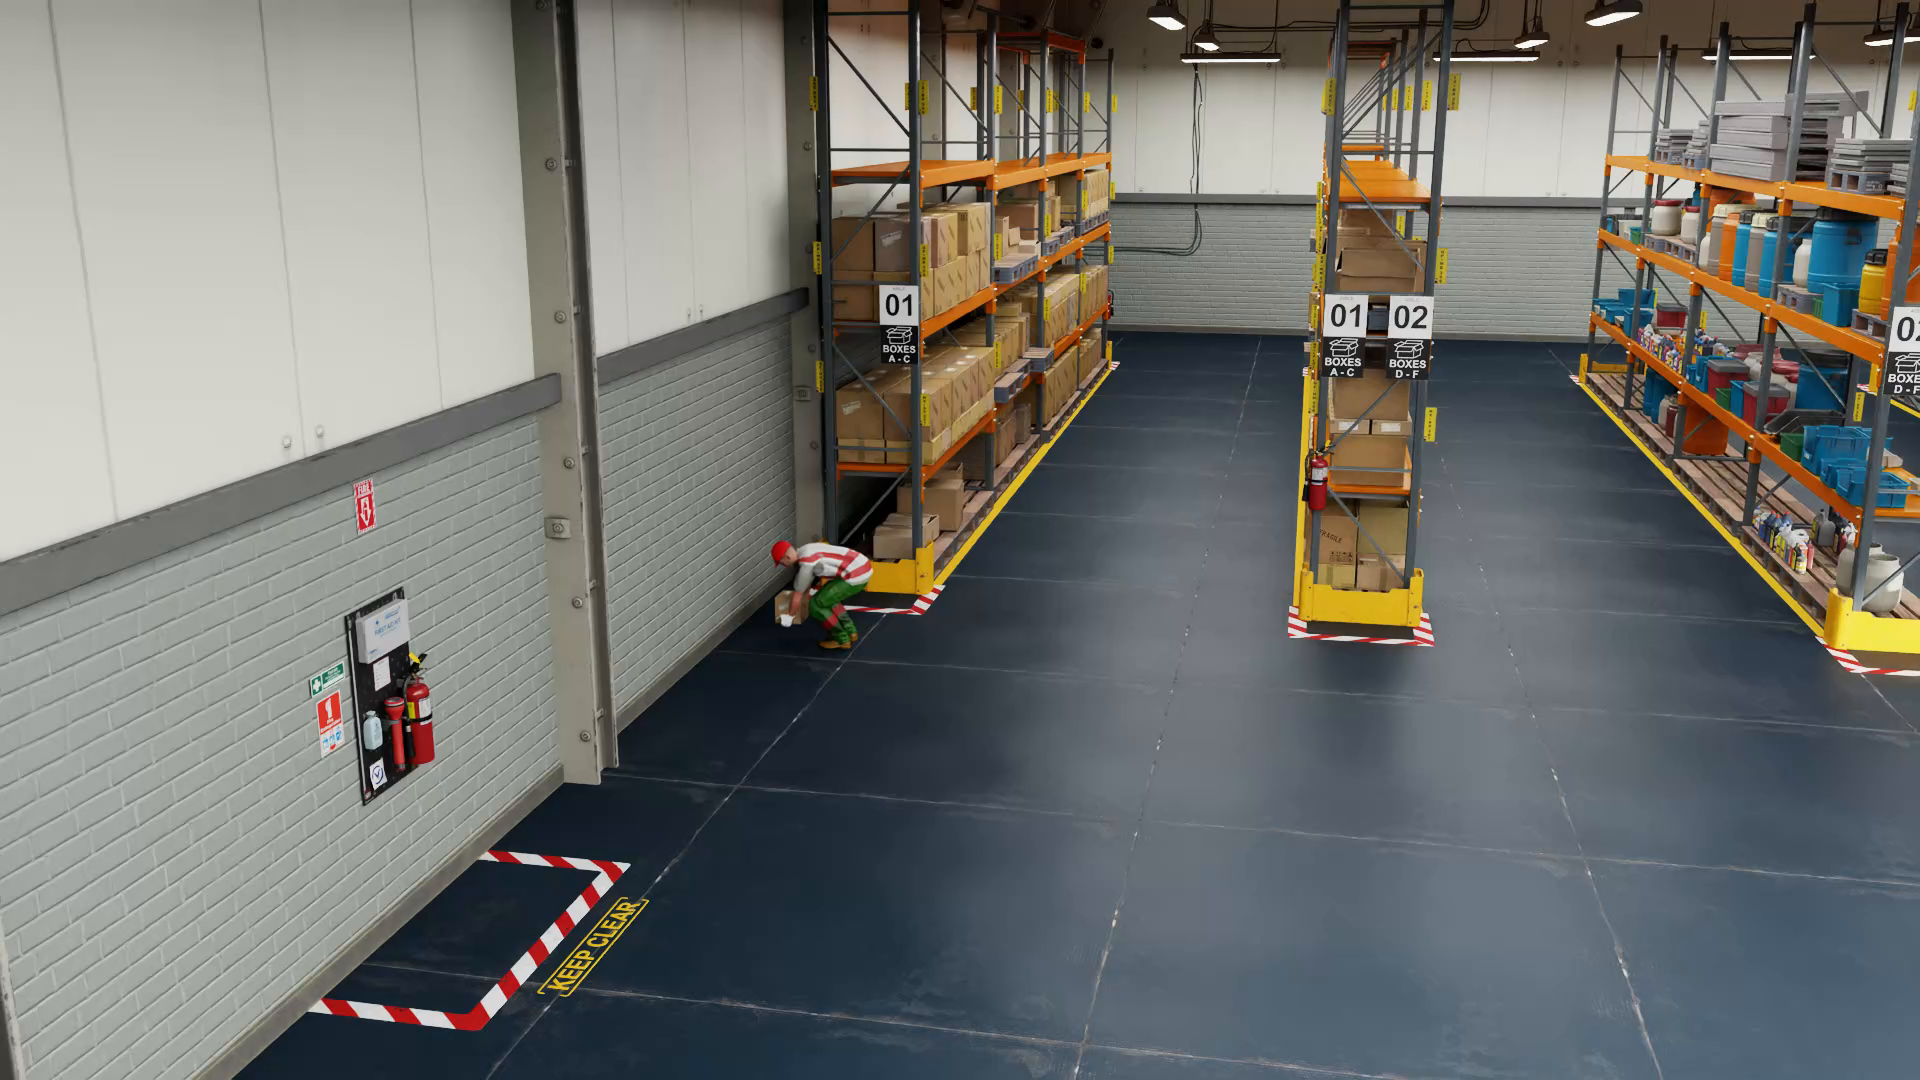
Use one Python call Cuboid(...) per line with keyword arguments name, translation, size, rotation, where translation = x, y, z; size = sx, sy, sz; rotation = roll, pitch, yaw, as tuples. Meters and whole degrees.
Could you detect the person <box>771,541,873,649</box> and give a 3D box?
Cuboid(name="person", translation=(-1.296, 0.500, 15.630), size=(0.950, 0.988, 0.536), rotation=(2, 15, 9))
